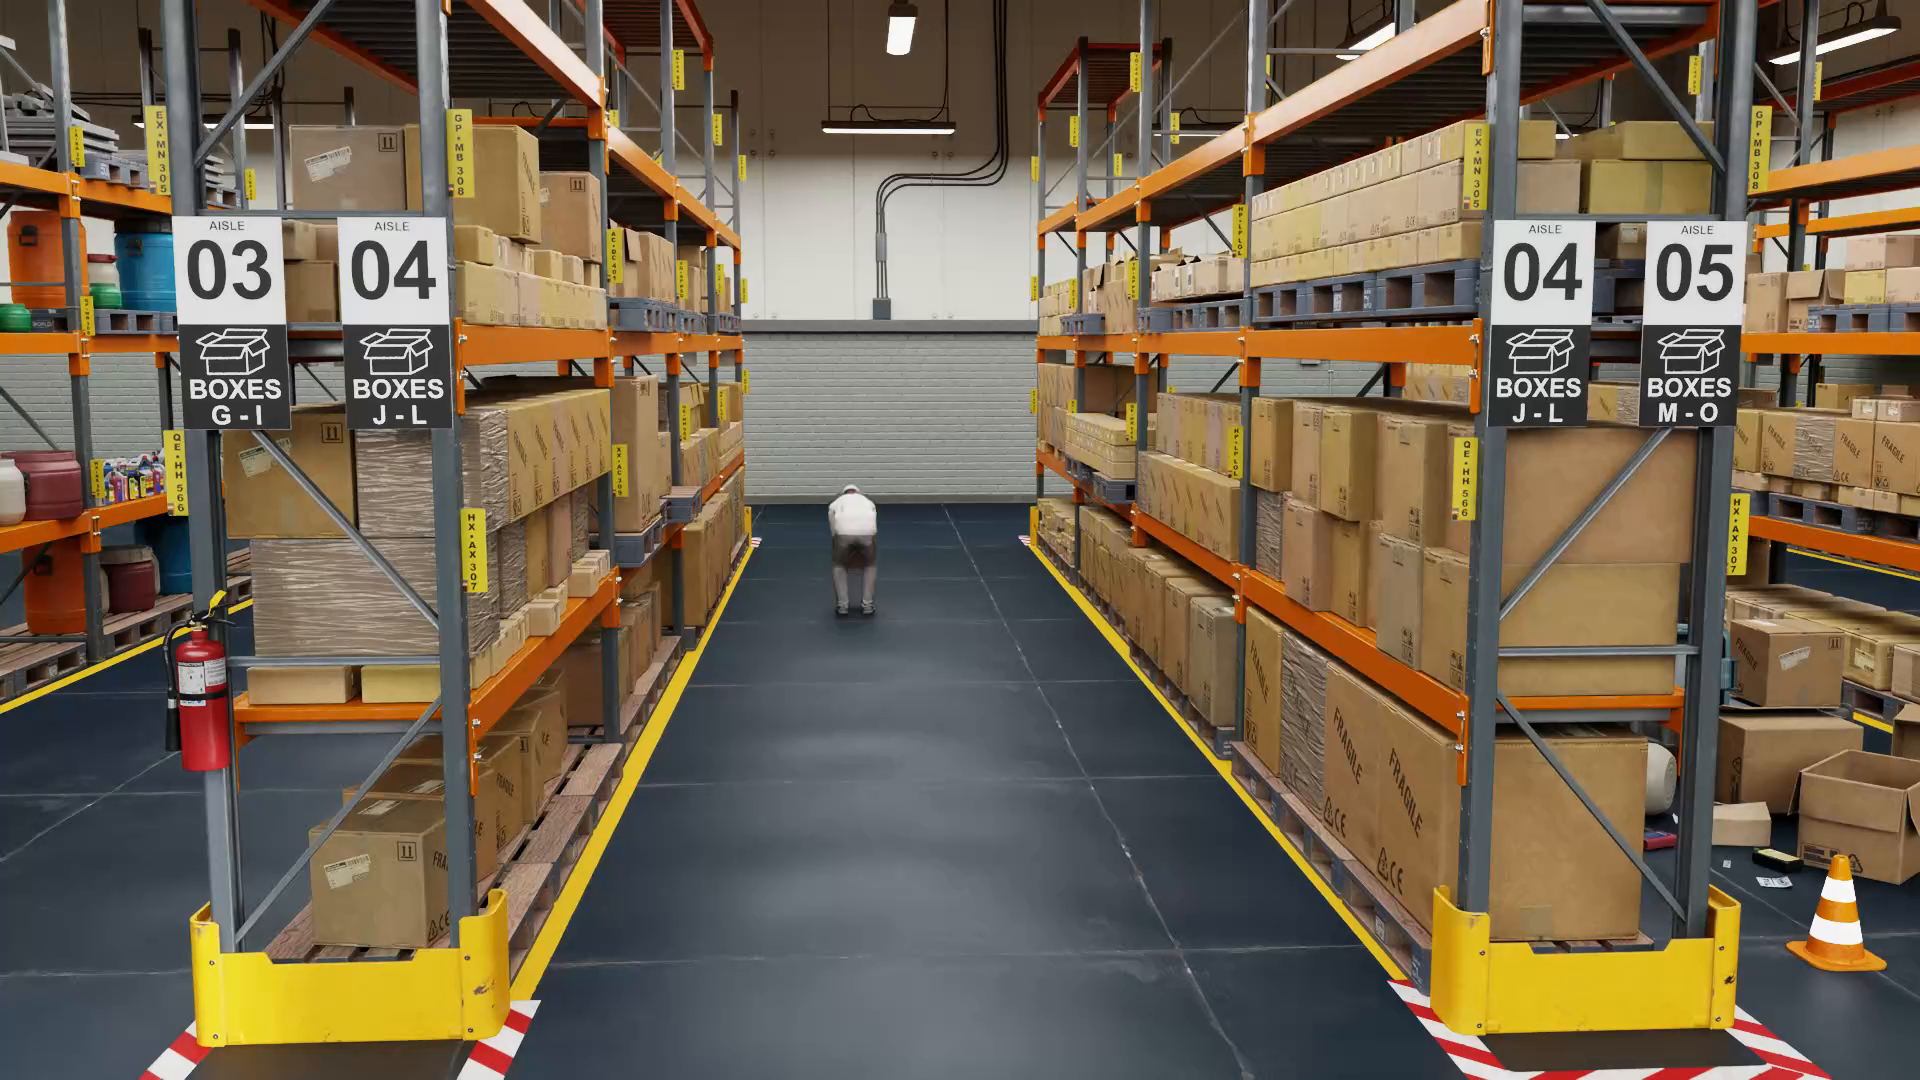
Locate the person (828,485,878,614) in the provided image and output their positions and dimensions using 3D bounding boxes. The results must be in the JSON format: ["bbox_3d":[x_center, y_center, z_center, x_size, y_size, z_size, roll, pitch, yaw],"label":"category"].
[{"bbox_3d":[-1.099,0.087,17.052,0.496,1.255,0.940,-1,7,-6],"label":"person"}]
